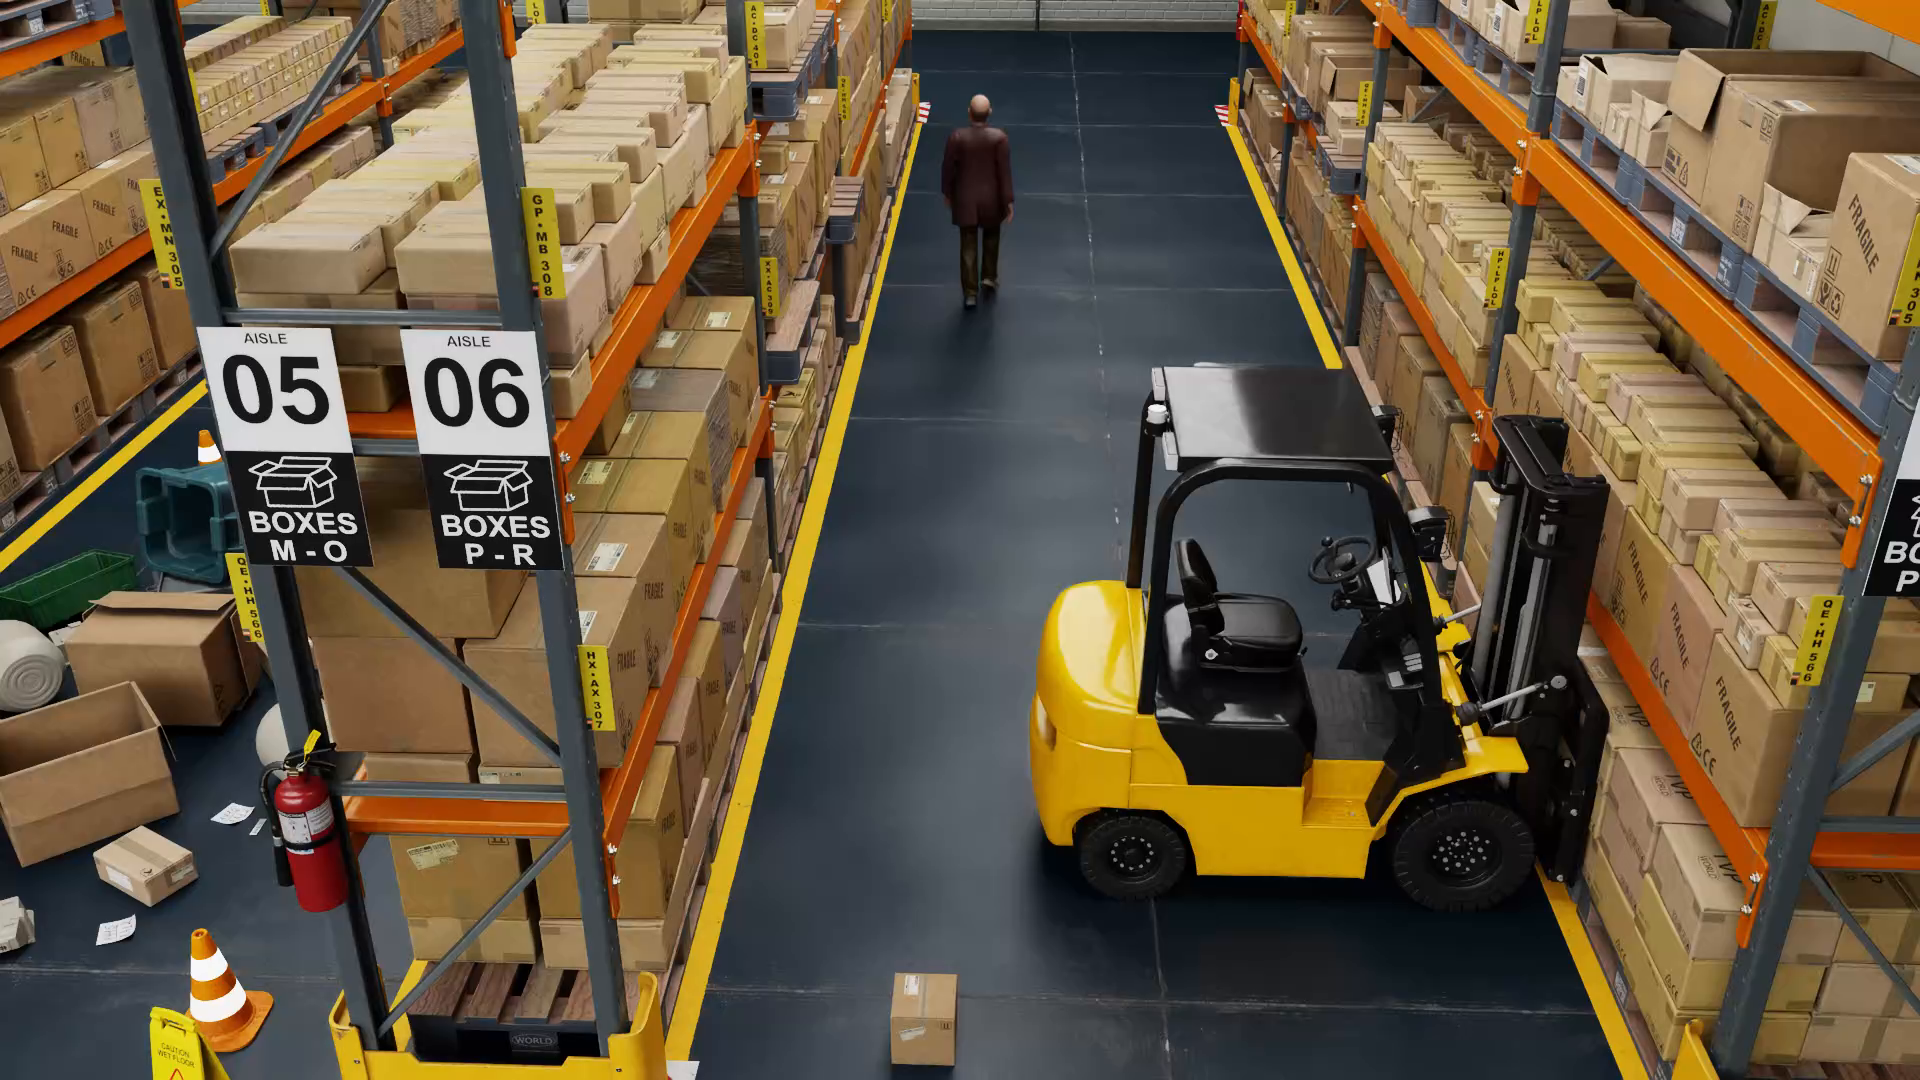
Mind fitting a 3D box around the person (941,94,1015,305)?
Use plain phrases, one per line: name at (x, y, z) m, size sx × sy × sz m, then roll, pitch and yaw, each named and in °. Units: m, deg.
person at (0.150, -2.913, 14.244) m, size 0.624 × 1.833 × 0.754 m, roll 0°, pitch 28°, yaw 0°
